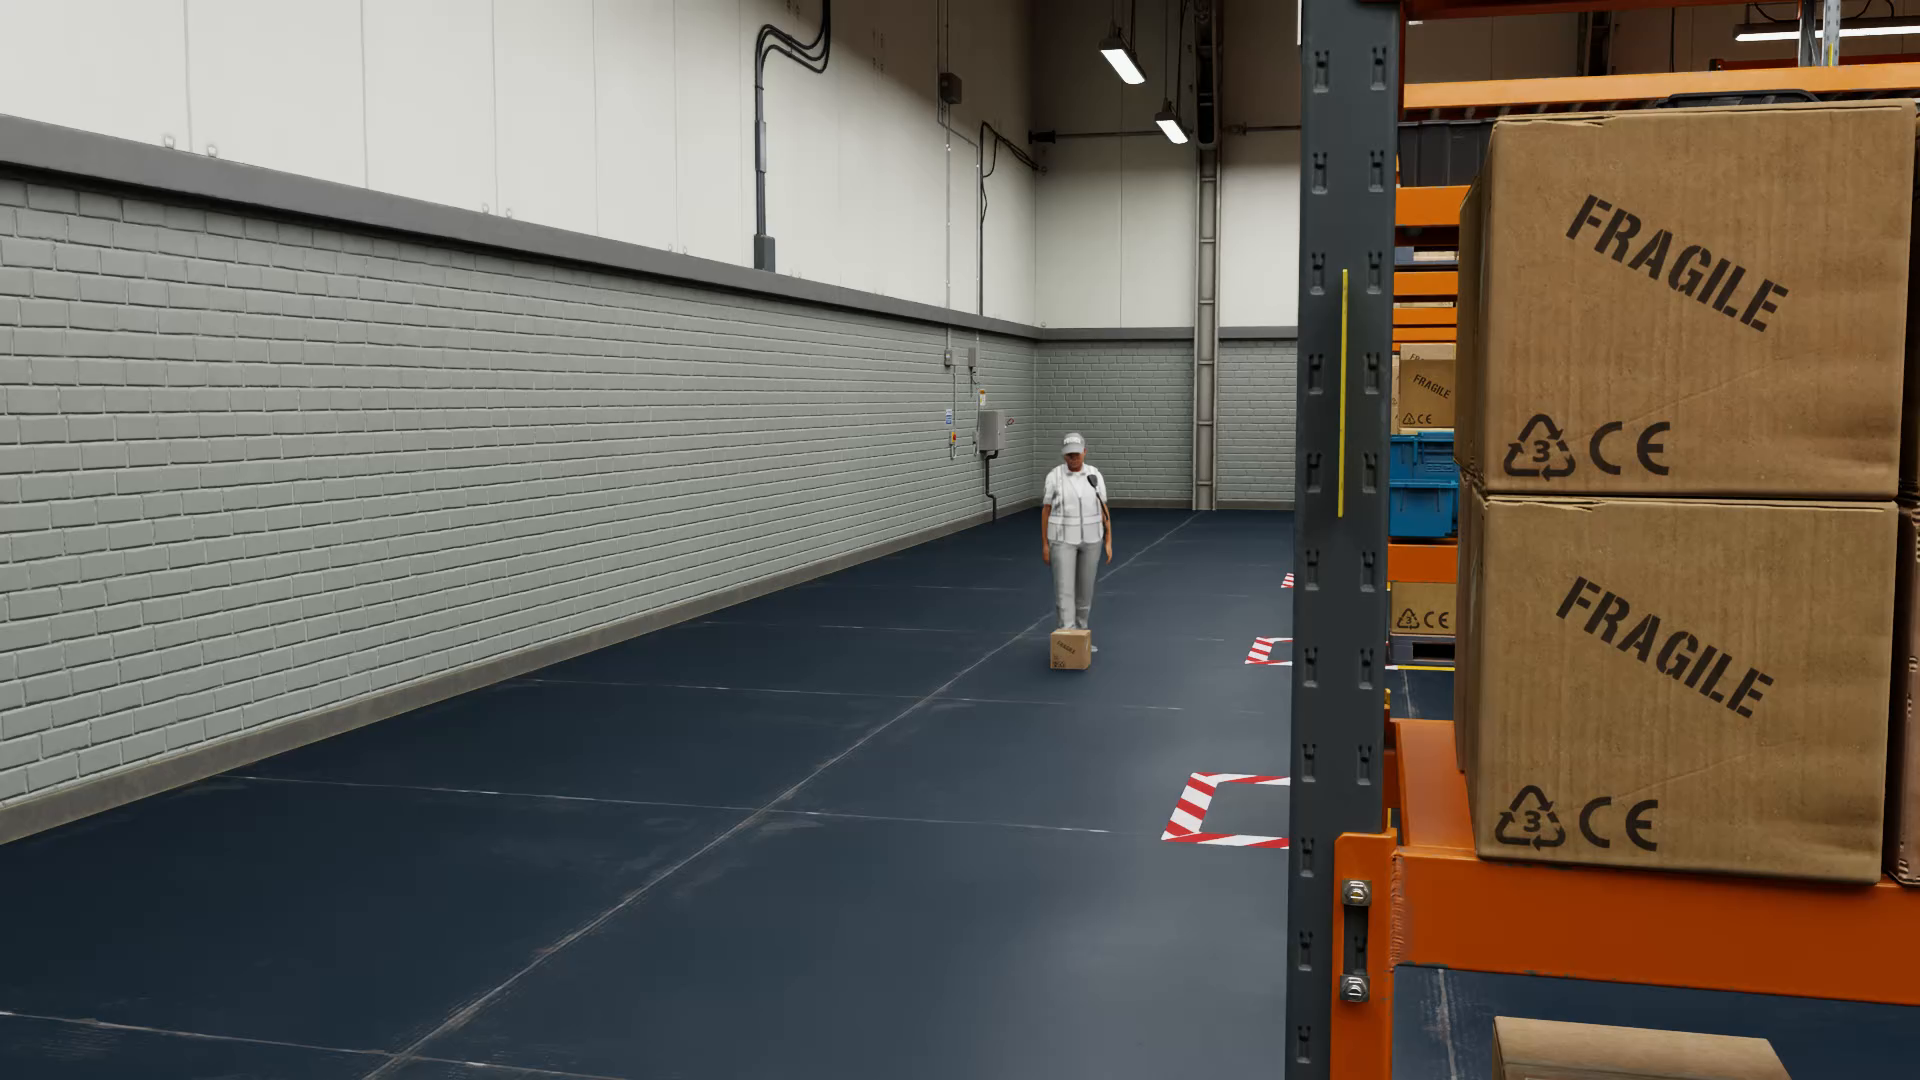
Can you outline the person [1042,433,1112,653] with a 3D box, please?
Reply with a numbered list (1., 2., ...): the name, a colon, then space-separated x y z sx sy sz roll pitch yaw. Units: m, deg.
1. person: 0.888 0.039 12.232 0.499 1.651 0.707 -1 5 -13
